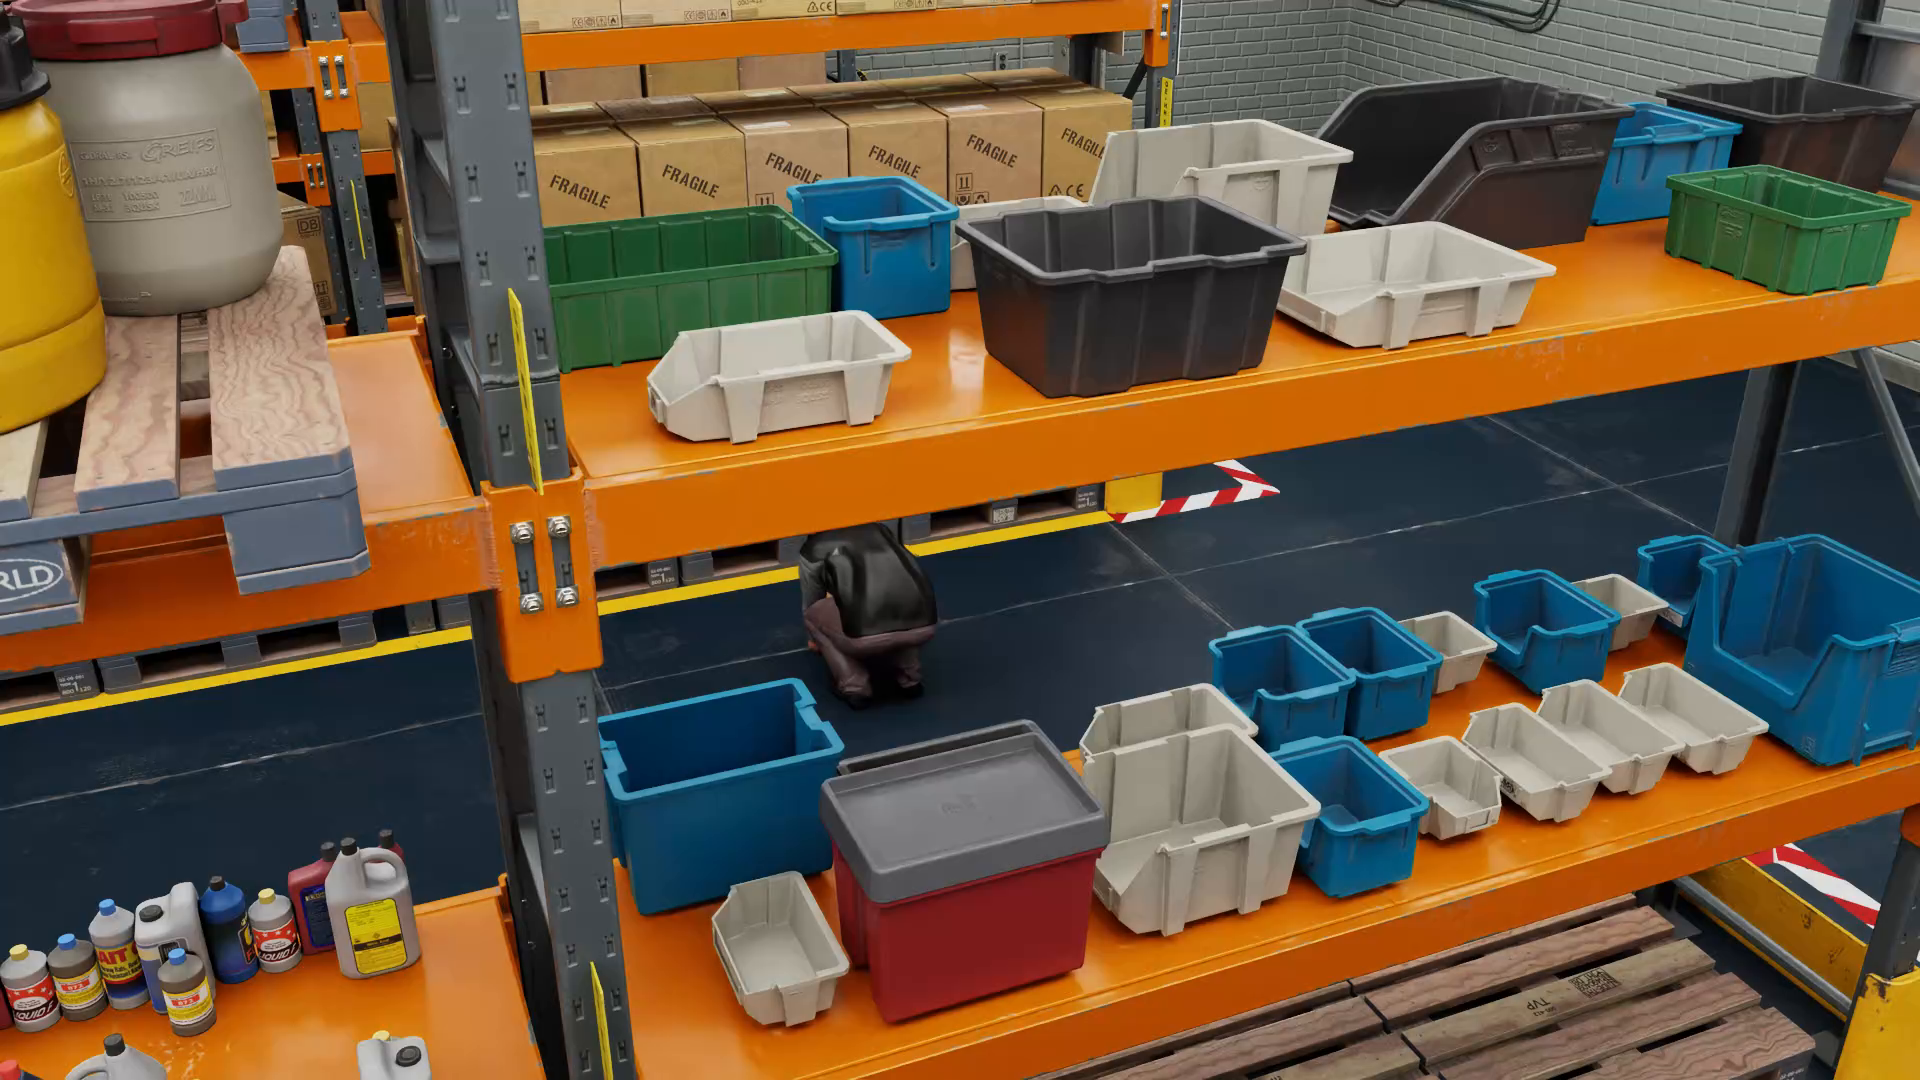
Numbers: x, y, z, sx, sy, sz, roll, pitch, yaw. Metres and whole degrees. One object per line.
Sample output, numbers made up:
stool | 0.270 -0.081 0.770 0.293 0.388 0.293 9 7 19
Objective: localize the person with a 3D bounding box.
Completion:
person | -0.451 0.322 7.667 0.518 0.823 0.919 -11 28 -21
